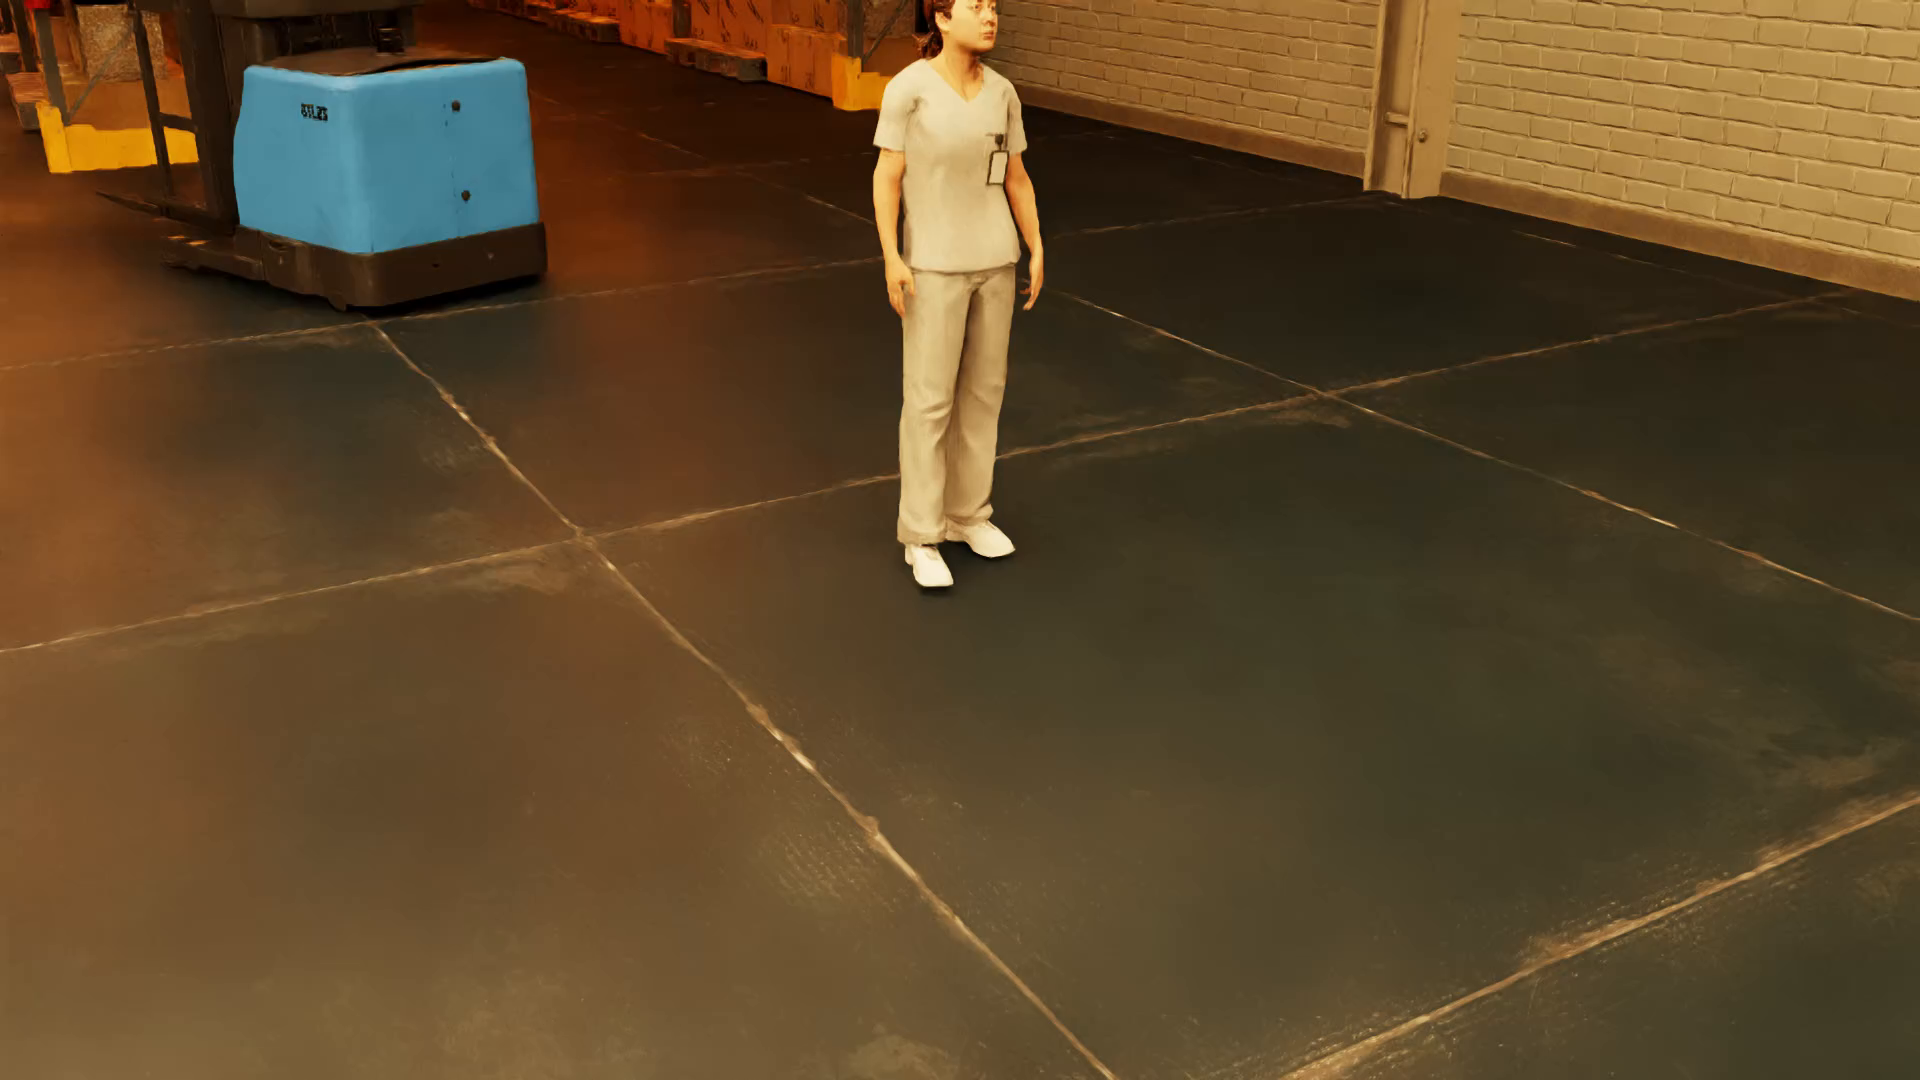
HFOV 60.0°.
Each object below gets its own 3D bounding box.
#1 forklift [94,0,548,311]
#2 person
[{"bbox_3d":[-3.487,-2.845,8.208,3.031,2.935,1.130,18,28,36],"label":"forklift"},{"bbox_3d":[0.026,-0.755,4.748,0.550,1.674,0.548,-12,25,-28],"label":"person"}]
